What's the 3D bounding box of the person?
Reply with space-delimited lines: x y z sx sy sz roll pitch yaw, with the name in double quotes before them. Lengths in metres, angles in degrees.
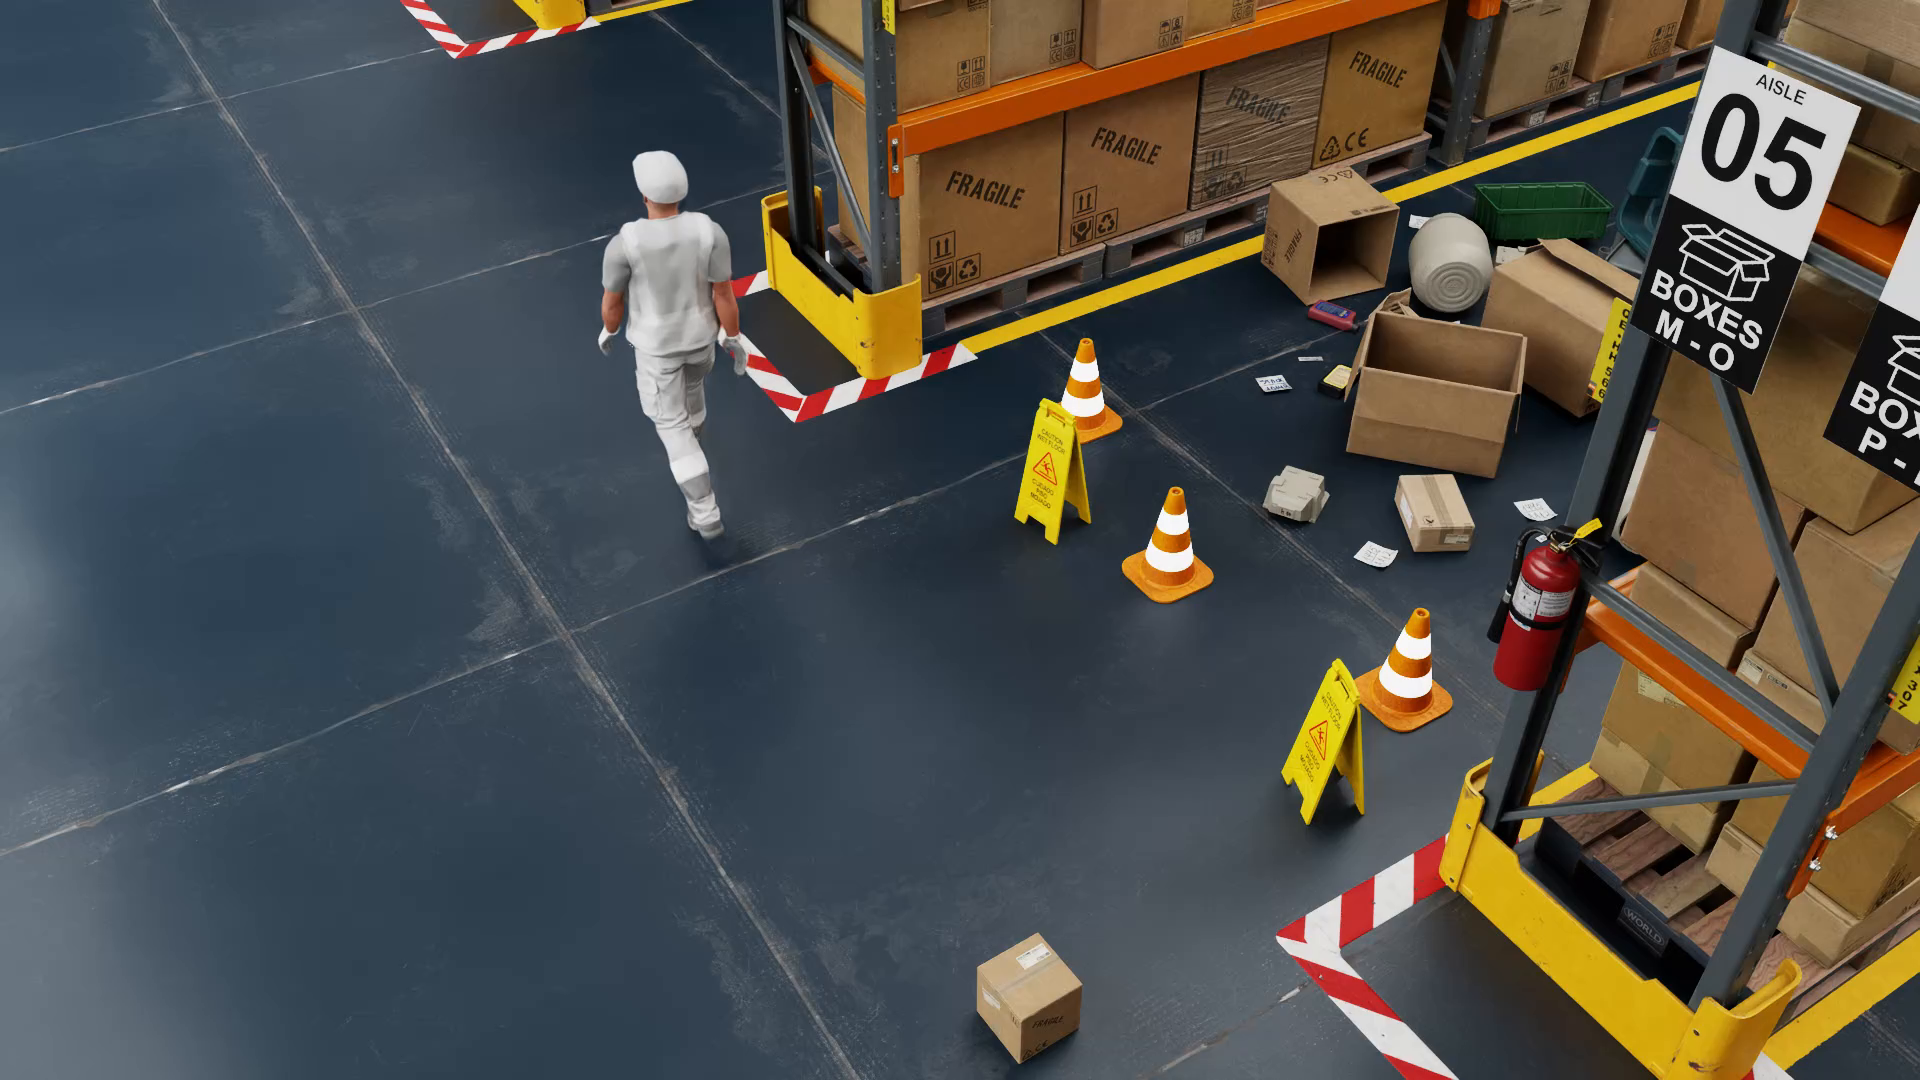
"person" -1.249 -0.891 7.186 0.580 1.749 1.026 -17 43 -19
